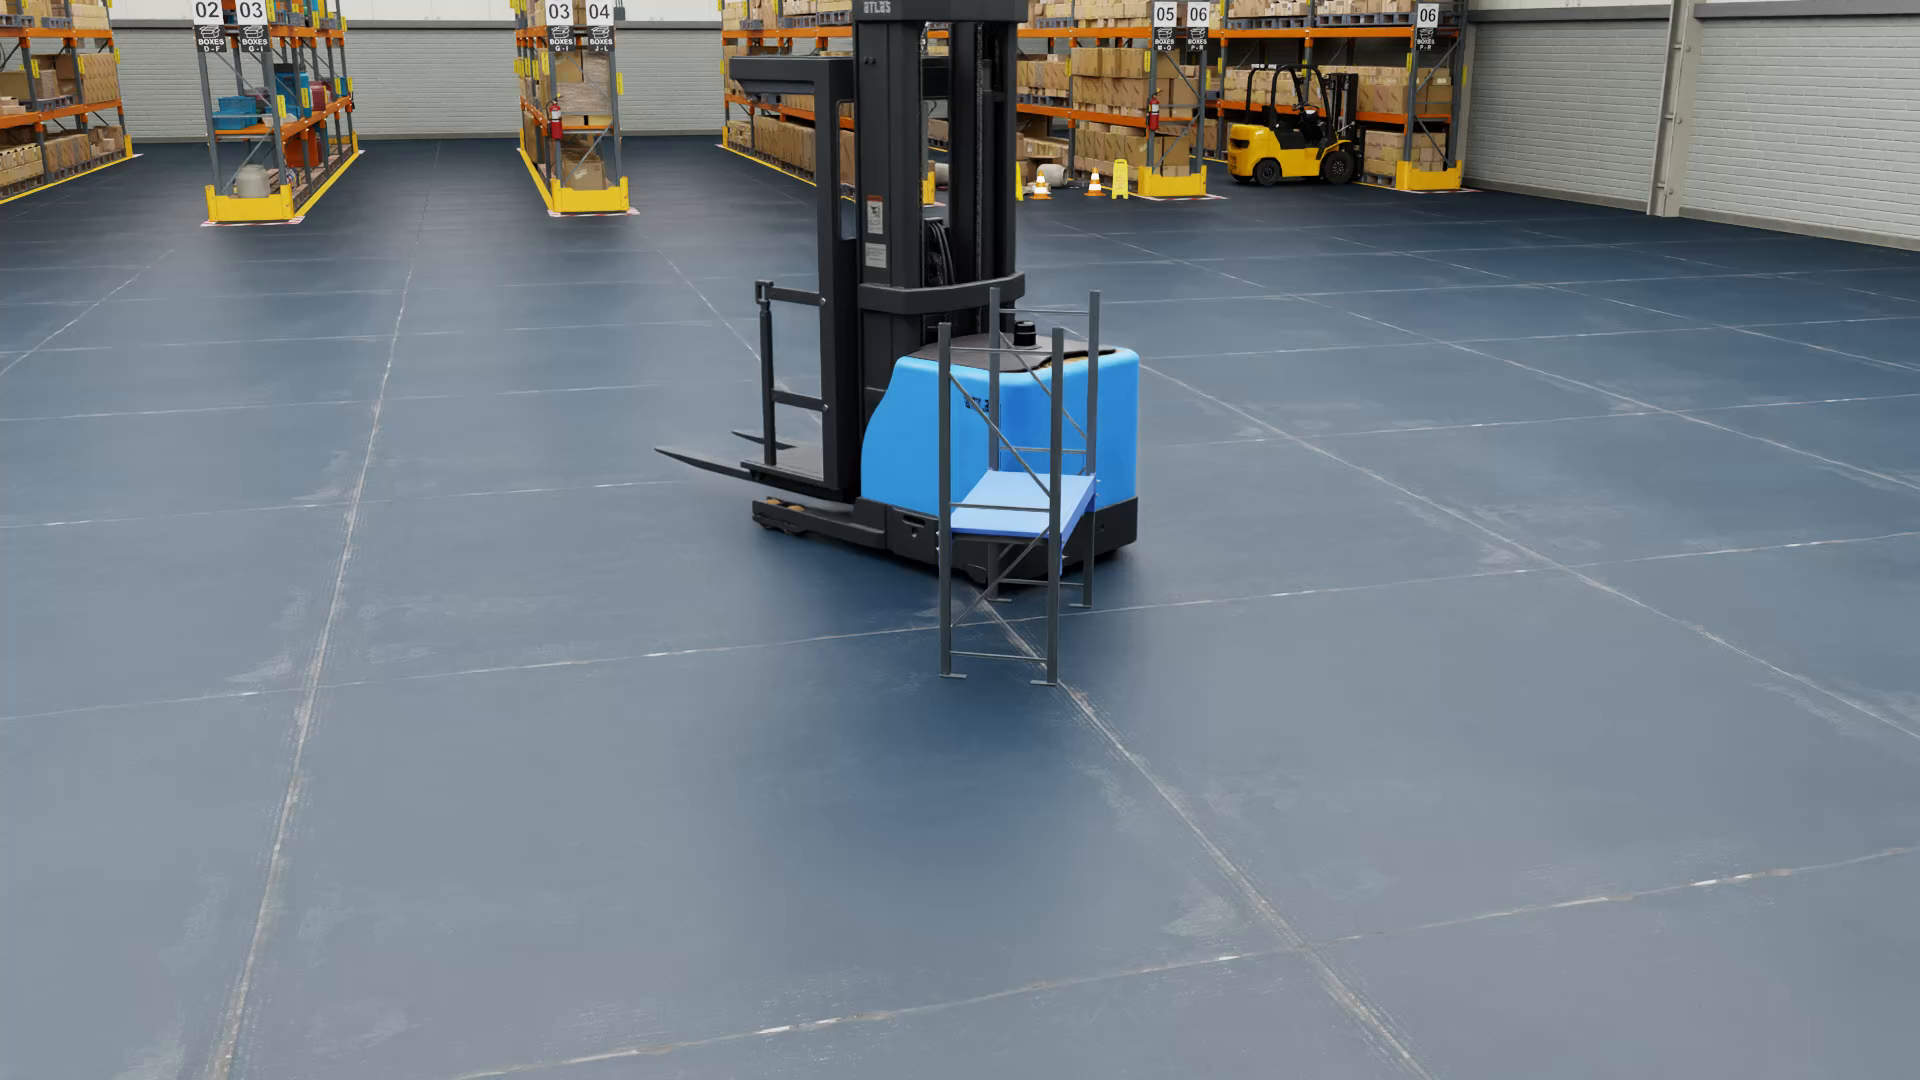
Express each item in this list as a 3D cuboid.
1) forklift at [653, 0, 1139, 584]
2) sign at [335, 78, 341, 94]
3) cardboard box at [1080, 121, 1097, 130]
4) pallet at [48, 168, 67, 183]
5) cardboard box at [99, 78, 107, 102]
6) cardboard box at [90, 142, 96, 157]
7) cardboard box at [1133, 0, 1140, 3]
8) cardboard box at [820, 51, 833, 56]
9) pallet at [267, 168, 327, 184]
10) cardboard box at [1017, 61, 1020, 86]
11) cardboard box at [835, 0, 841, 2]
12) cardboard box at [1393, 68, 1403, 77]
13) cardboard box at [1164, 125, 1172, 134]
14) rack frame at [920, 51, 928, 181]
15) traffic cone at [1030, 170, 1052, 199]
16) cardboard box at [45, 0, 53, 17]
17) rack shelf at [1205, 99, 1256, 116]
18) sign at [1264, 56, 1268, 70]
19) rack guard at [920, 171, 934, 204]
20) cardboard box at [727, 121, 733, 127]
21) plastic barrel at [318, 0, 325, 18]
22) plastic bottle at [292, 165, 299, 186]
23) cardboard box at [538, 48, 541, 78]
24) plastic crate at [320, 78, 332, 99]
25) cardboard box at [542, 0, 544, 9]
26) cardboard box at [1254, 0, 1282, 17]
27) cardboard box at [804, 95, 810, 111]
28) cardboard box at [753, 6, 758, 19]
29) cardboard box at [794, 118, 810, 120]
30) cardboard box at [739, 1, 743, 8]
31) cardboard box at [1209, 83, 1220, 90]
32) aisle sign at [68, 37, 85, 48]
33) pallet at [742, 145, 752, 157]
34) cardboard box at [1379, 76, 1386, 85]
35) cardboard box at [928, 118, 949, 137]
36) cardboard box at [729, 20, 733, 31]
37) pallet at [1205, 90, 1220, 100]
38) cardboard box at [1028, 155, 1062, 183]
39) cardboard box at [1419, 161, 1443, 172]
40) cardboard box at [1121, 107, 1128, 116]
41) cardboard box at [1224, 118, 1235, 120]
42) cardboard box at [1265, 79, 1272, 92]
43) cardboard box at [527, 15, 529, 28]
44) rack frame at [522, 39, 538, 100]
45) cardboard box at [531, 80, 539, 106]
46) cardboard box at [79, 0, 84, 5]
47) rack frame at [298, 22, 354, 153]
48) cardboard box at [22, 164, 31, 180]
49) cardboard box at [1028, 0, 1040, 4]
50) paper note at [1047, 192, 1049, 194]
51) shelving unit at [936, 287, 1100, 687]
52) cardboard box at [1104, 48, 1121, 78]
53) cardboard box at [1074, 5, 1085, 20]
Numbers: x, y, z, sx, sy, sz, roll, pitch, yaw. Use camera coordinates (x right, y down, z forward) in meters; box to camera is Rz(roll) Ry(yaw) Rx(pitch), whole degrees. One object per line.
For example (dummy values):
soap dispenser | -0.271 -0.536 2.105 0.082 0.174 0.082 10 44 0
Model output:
forklift | -0.505 -1.524 8.931 3.031 2.935 1.130 15 22 40
sign | -13.352 -9.743 35.693 0.100 0.325 0.005 -5 17 -15
cardboard box | 2.487 -7.860 31.524 0.380 0.149 0.250 -4 17 -14
pallet | -17.714 -6.945 31.705 1.003 0.211 1.213 -5 17 -15
cardboard box | -18.943 -9.808 36.216 0.500 0.500 0.500 -5 17 -16
cardboard box | -18.552 -8.233 35.057 0.500 0.311 0.500 -5 17 -15
cardboard box | 3.209 -9.335 28.653 0.380 0.149 0.250 -5 17 -16
cardboard box | -2.055 -8.595 30.213 0.875 0.550 0.550 -5 17 -15
pallet | -12.606 -6.908 31.584 1.003 0.211 1.213 -5 17 -15
cardboard box | 1.410 -9.885 35.225 0.500 0.500 0.500 -5 17 -17
cardboard box | -1.839 -9.291 28.293 0.500 0.250 0.500 -5 17 -15
cardboard box | 8.080 -8.466 30.104 0.380 0.149 0.250 -5 17 -15
cardboard box | 5.253 -9.842 40.118 0.500 0.500 0.500 -5 17 -16
rack frame | -1.024 -7.004 27.056 1.000 3.000 0.127 -5 17 -15
traffic cone | 1.375 -6.044 28.268 0.336 0.463 0.334 -5 17 -15
cardboard box | -18.577 -10.765 33.286 0.600 0.600 0.600 -6 18 -20
rack shelf | 5.731 -10.239 39.073 1.077 0.370 4.000 -5 17 -15
sign | 6.813 -10.629 37.111 0.100 0.325 0.005 -5 17 -15
rack guard | -1.018 -5.800 27.393 1.175 0.500 0.348 -5 17 -15
cardboard box | -5.604 -10.379 41.481 0.380 0.149 0.250 -6 18 -18
plastic barrel | -13.435 -11.059 34.284 0.600 0.588 0.600 0 17 0
plastic bottle | -11.229 -6.142 28.024 0.144 0.351 0.185 -5 17 -17
cardboard box | -7.041 -8.271 28.844 0.500 0.500 0.500 -5 17 -15
plastic crate | -13.885 -9.894 36.460 0.402 0.464 0.583 -5 17 -15
cardboard box | -6.337 -8.396 26.043 0.380 0.149 0.250 -5 18 -18
cardboard box | 6.525 -11.262 34.939 0.500 0.500 0.500 -4 17 -14
cardboard box | -2.663 -8.421 31.600 0.500 0.500 0.500 -5 17 -16
cardboard box | -4.282 -11.659 36.761 0.500 0.311 0.500 -5 17 -16
cardboard box | -3.319 -8.930 35.779 0.500 0.250 0.500 -5 17 -16
cardboard box | -4.861 -12.320 38.237 0.380 0.149 0.250 -5 17 -15
cardboard box | 5.731 -10.262 37.608 0.380 0.149 0.250 -4 17 -14
aisle sign | -20.045 -11.524 37.584 0.394 0.787 0.004 -5 17 -15
pallet | -4.541 -9.171 39.116 1.003 0.211 1.213 -5 17 -15
cardboard box | 7.946 -8.464 30.613 0.380 0.149 0.250 -5 17 -16
cardboard box | -0.412 -10.649 42.912 0.875 0.438 0.875 -5 18 -17
cardboard box | -5.249 -12.363 39.942 0.500 0.250 0.500 -5 18 -17
pallet | 6.026 -10.120 37.761 1.213 0.211 1.003 -5 17 -15
cardboard box | 1.594 -6.930 31.149 0.500 0.500 0.500 7 18 23
cardboard box | 8.532 -6.853 30.600 0.500 0.250 0.500 -5 17 -15
cardboard box | 3.073 -7.592 29.451 0.380 0.149 0.250 -4 17 -14
cardboard box | 6.244 -9.651 38.356 0.380 0.149 0.250 -4 17 -15
cardboard box | 6.716 -9.490 34.723 0.500 0.250 0.500 -4 17 -14
cardboard box | -8.135 -10.068 32.300 0.500 0.250 0.500 -4 17 -14
rack frame | -9.119 -9.959 36.893 1.000 3.000 0.127 -5 17 -15
cardboard box | -8.394 -9.018 33.585 0.500 0.500 0.500 -4 17 -14
cardboard box | -18.960 -11.559 35.094 0.700 0.500 0.500 -5 17 -15
rack frame | -14.981 -10.674 39.273 1.000 3.000 0.127 -5 17 -15
cardboard box | -16.886 -6.547 29.583 0.500 0.250 0.500 -4 17 -14
cardboard box | 1.260 -11.416 35.619 0.797 0.503 0.637 -6 18 -19
paper note | 1.534 -6.106 29.225 0.148 0.019 0.142 -12 20 -34
shelving unit | 0.271 -0.271 7.246 0.538 1.500 1.048 4 17 12
cardboard box | 2.986 -8.490 29.574 0.700 0.500 0.500 -5 17 -16
cardboard box | 2.466 -9.894 31.205 0.500 0.250 0.500 -5 17 -16
